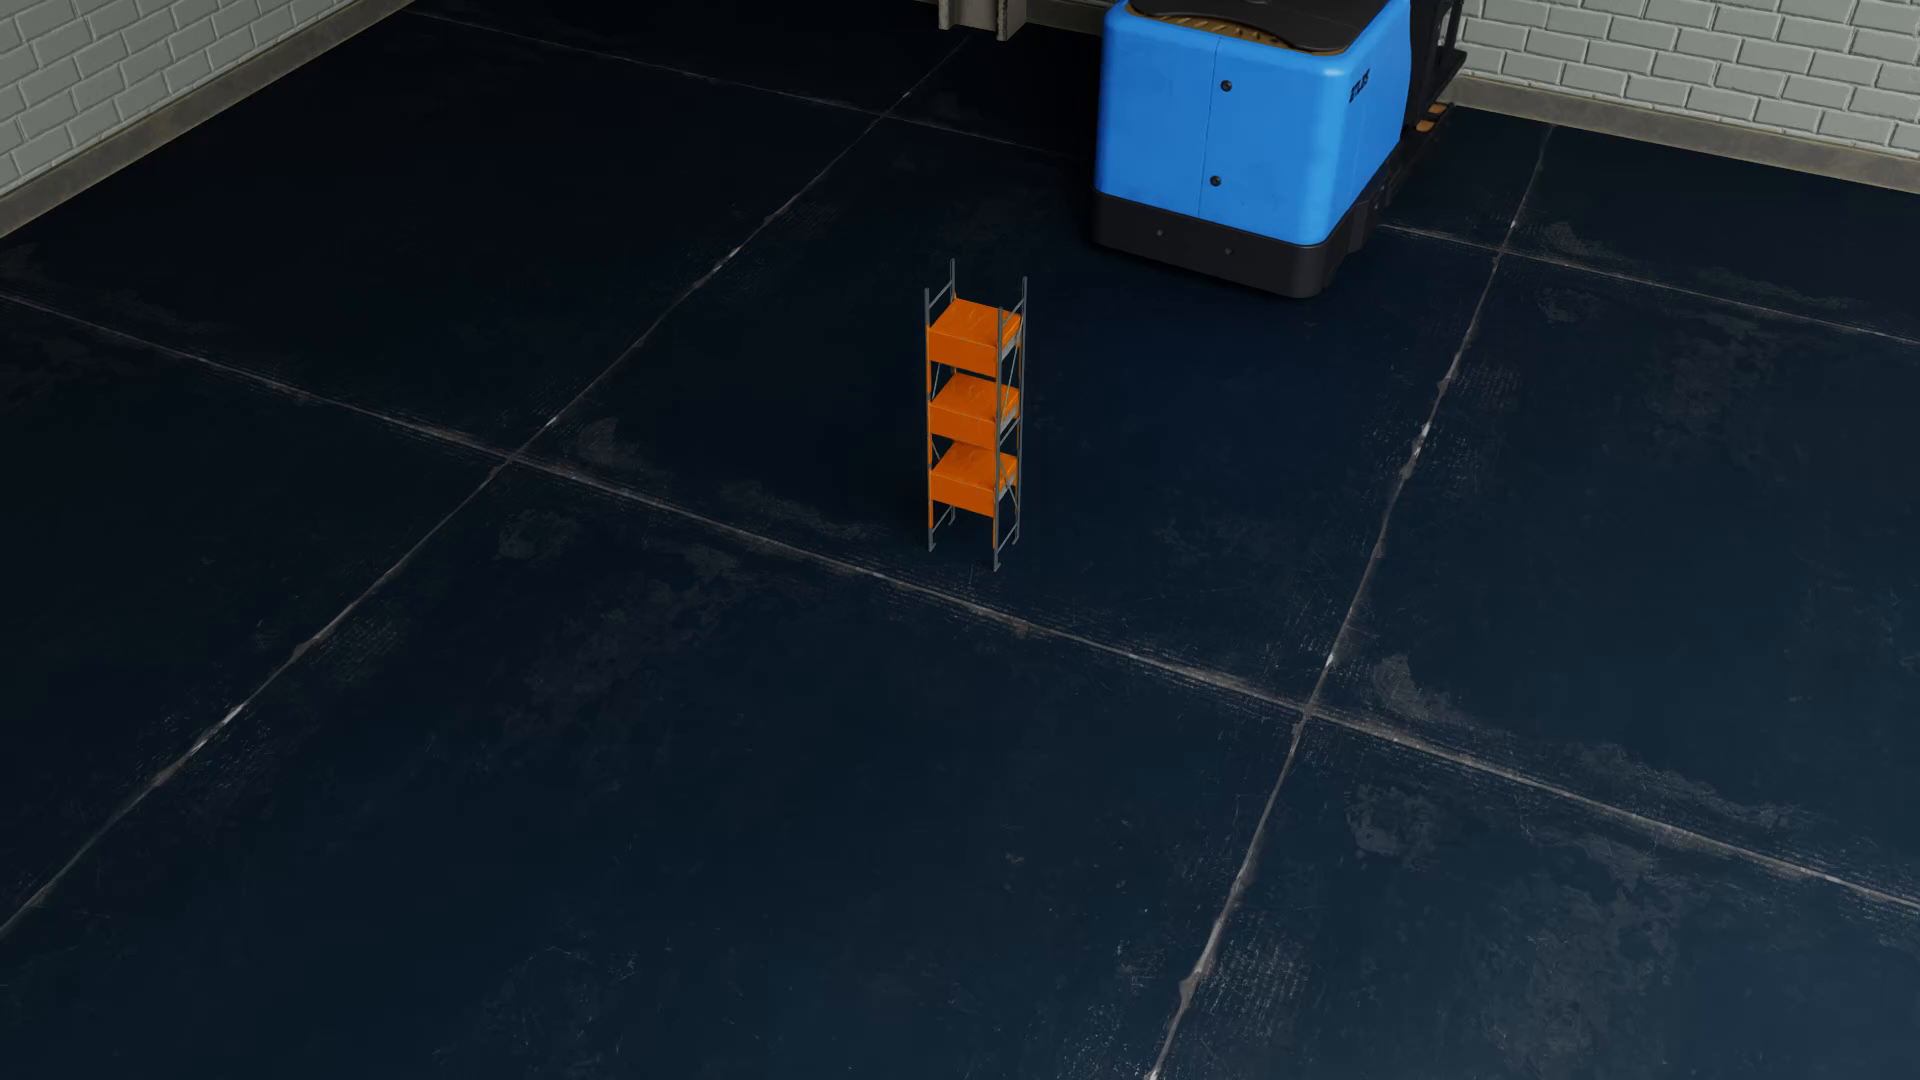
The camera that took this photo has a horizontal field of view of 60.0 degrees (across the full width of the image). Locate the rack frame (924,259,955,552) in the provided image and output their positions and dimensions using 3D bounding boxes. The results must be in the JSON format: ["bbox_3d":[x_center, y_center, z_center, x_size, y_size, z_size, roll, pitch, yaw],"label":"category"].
[{"bbox_3d":[-0.062,-0.416,5.428,0.008,1.050,0.200,17,44,19],"label":"rack frame"}]

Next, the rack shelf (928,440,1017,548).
[{"bbox_3d":[0.048,-0.164,5.578,0.240,0.259,0.215,17,44,19],"label":"rack shelf"}]

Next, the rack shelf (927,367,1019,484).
[{"bbox_3d":[0.048,-0.374,5.396,0.240,0.259,0.215,17,44,19],"label":"rack shelf"}]

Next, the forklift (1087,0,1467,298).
[{"bbox_3d":[1.700,-3.046,7.027,1.130,2.935,3.031,20,45,21],"label":"forklift"}]

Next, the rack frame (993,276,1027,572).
[{"bbox_3d":[0.159,-0.348,5.350,0.008,1.050,0.200,17,44,19],"label":"rack frame"}]

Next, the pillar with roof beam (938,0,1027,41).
[{"bbox_3d":[-1.694,-3.628,3.065,0.400,9.000,9.100,17,44,19],"label":"pillar with roof beam"}]

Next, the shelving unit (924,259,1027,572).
[{"bbox_3d":[0.048,-0.382,5.389,0.252,1.050,0.215,17,44,19],"label":"shelving unit"}]

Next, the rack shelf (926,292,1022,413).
[{"bbox_3d":[0.048,-0.588,5.210,0.240,0.259,0.215,17,44,19],"label":"rack shelf"}]
